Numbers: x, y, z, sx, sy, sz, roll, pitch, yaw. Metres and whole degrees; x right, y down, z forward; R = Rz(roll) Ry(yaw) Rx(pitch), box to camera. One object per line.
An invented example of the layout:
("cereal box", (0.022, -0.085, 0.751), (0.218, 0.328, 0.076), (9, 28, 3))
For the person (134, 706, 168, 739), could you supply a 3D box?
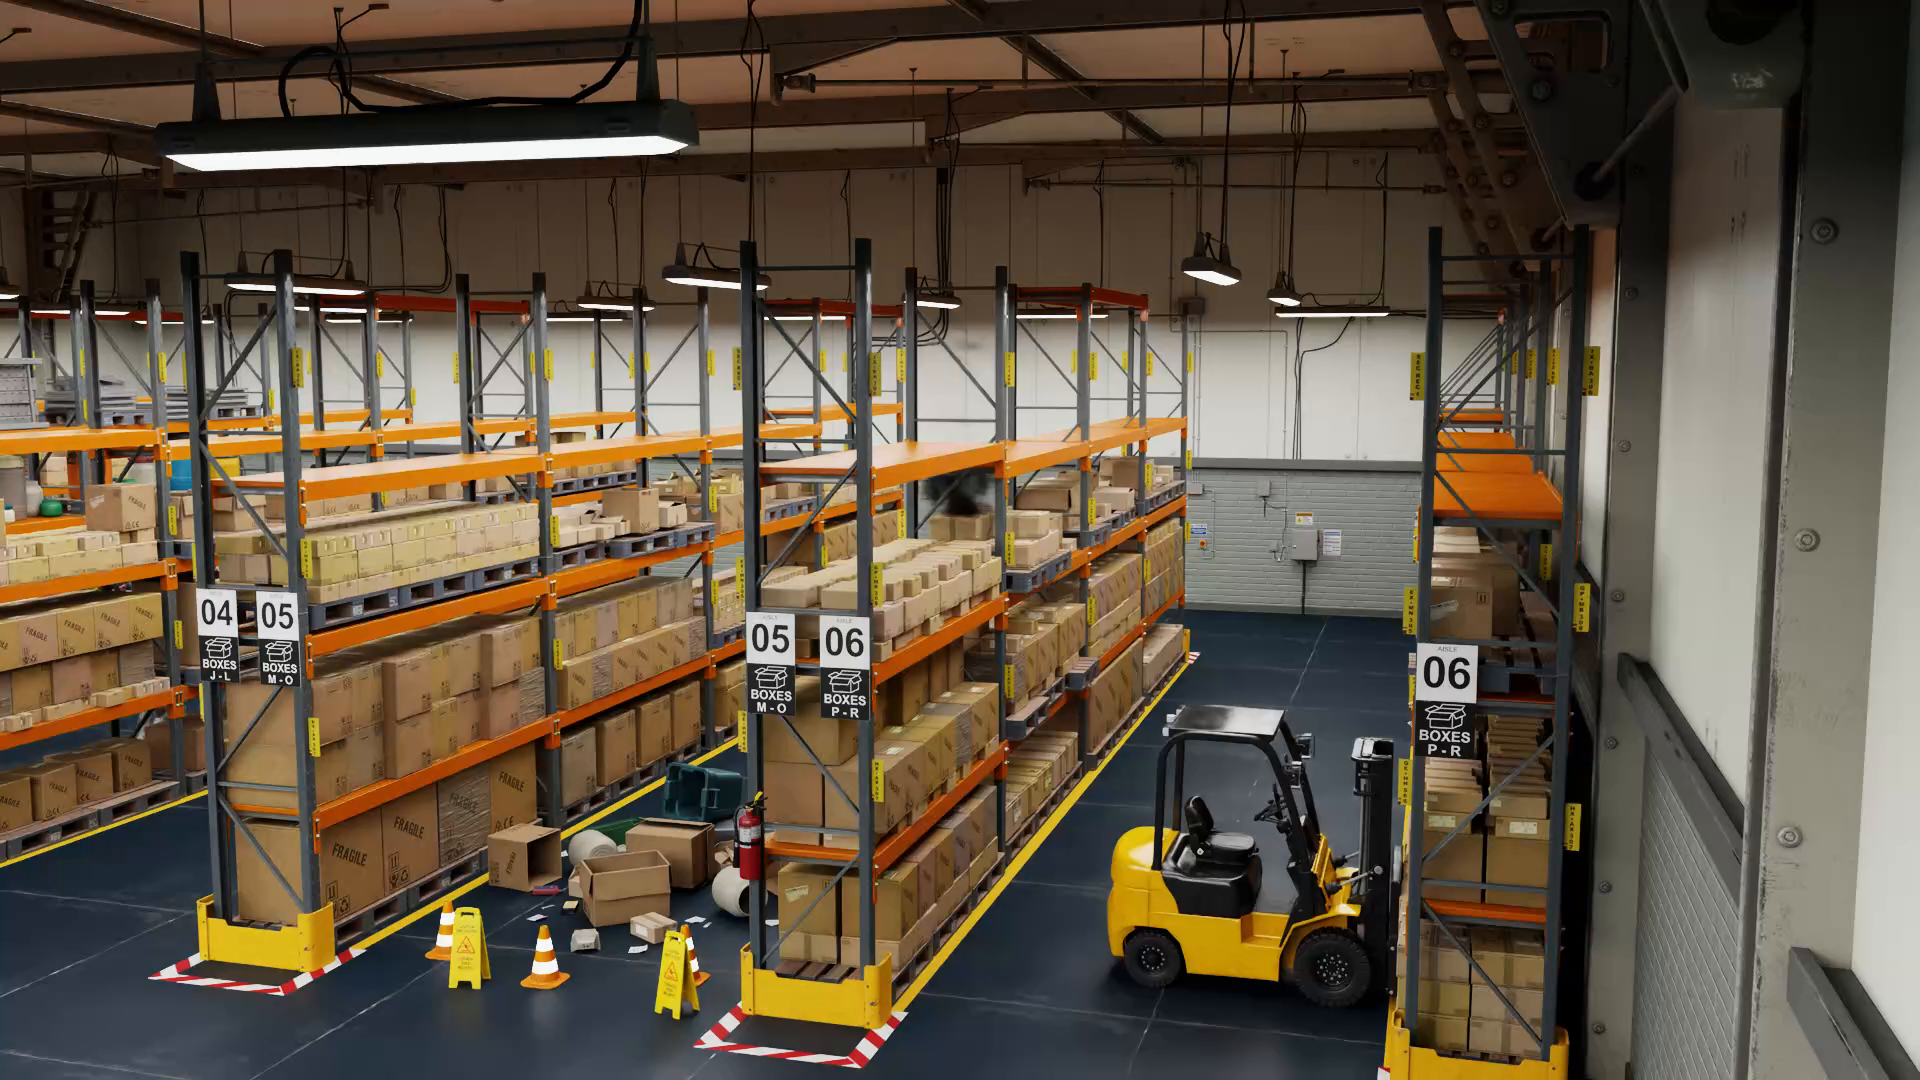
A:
("person", (-11.009, 1.811, 22.566), (0.583, 1.696, 0.856), (1, 6, 9))
